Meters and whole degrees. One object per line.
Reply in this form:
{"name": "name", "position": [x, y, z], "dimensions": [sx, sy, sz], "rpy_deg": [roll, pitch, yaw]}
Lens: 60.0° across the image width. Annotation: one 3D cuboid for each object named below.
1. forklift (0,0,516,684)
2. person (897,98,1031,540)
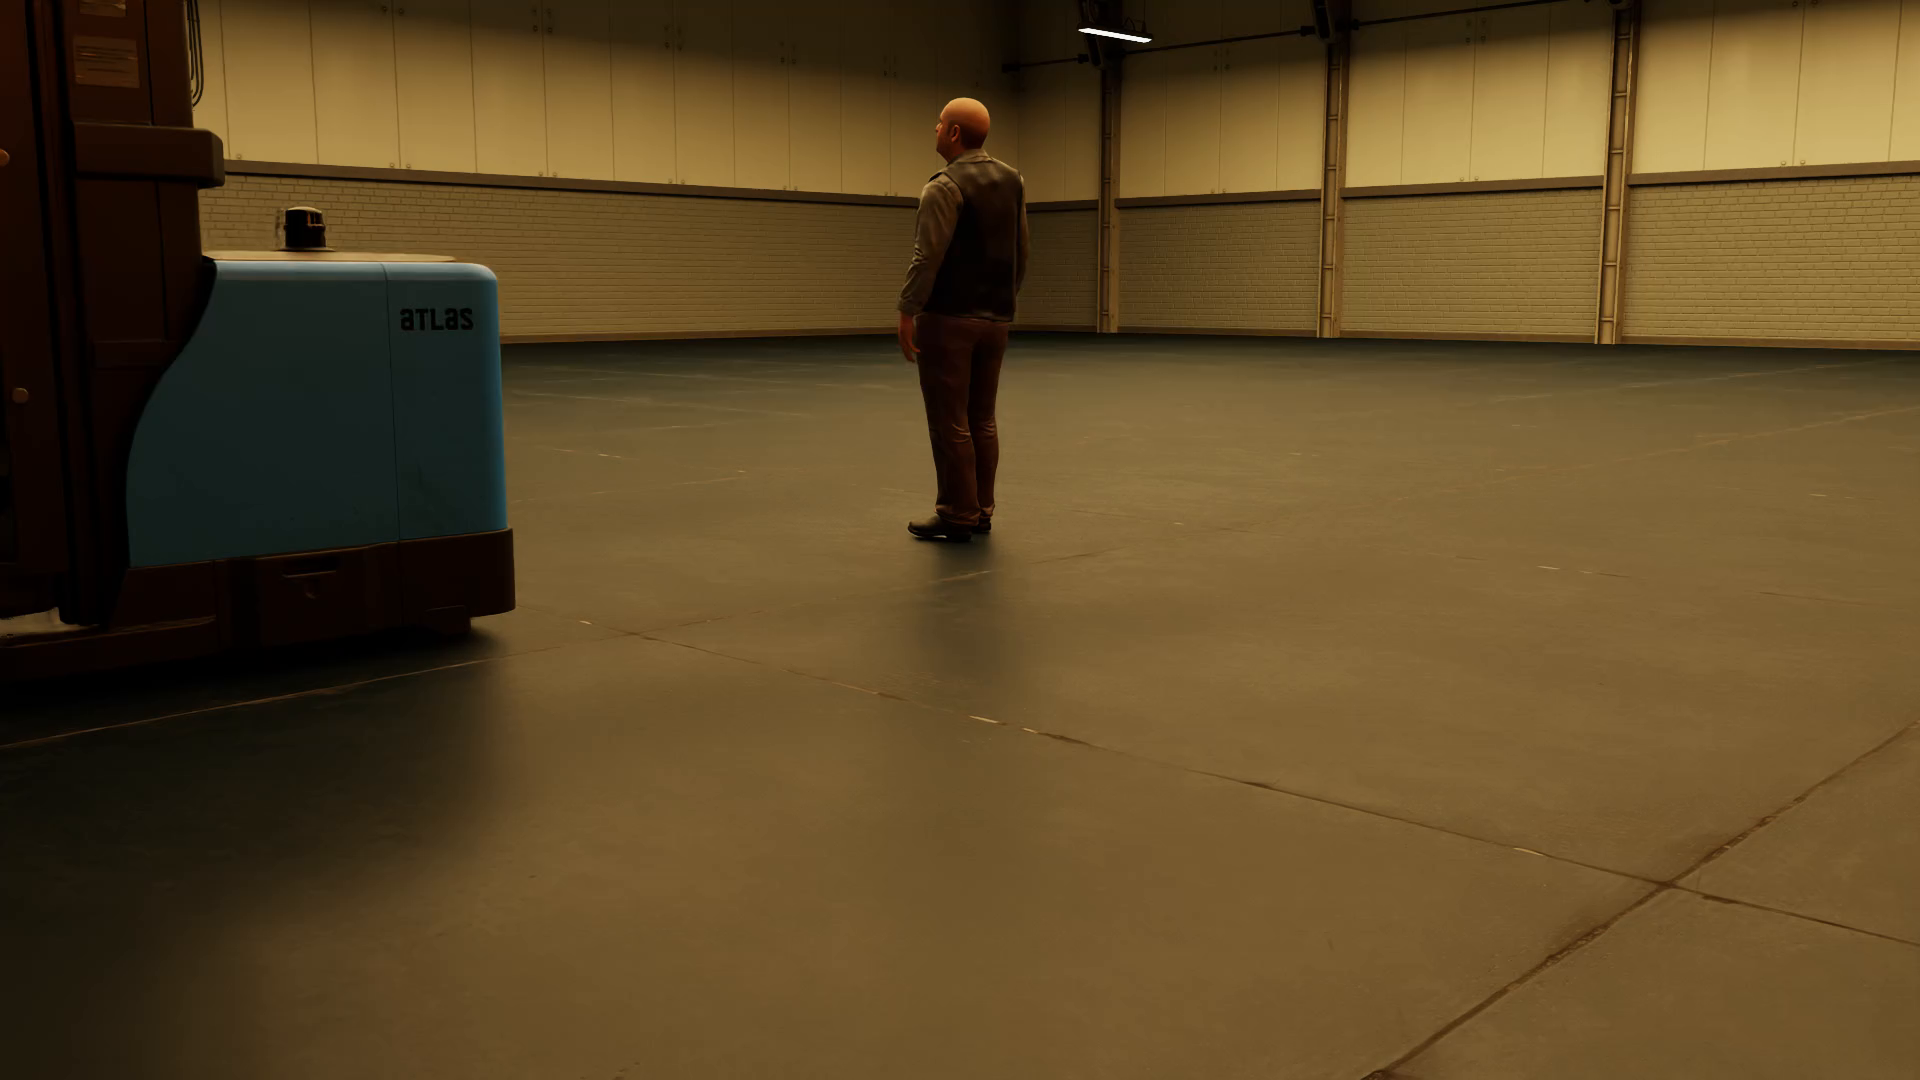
{"name": "forklift", "position": [-2.752, -1.084, 4.075], "dimensions": [3.031, 2.935, 1.130], "rpy_deg": [-7, 11, -40]}
{"name": "person", "position": [-0.039, -0.827, 6.642], "dimensions": [0.568, 1.642, 0.632], "rpy_deg": [8, 12, 43]}
